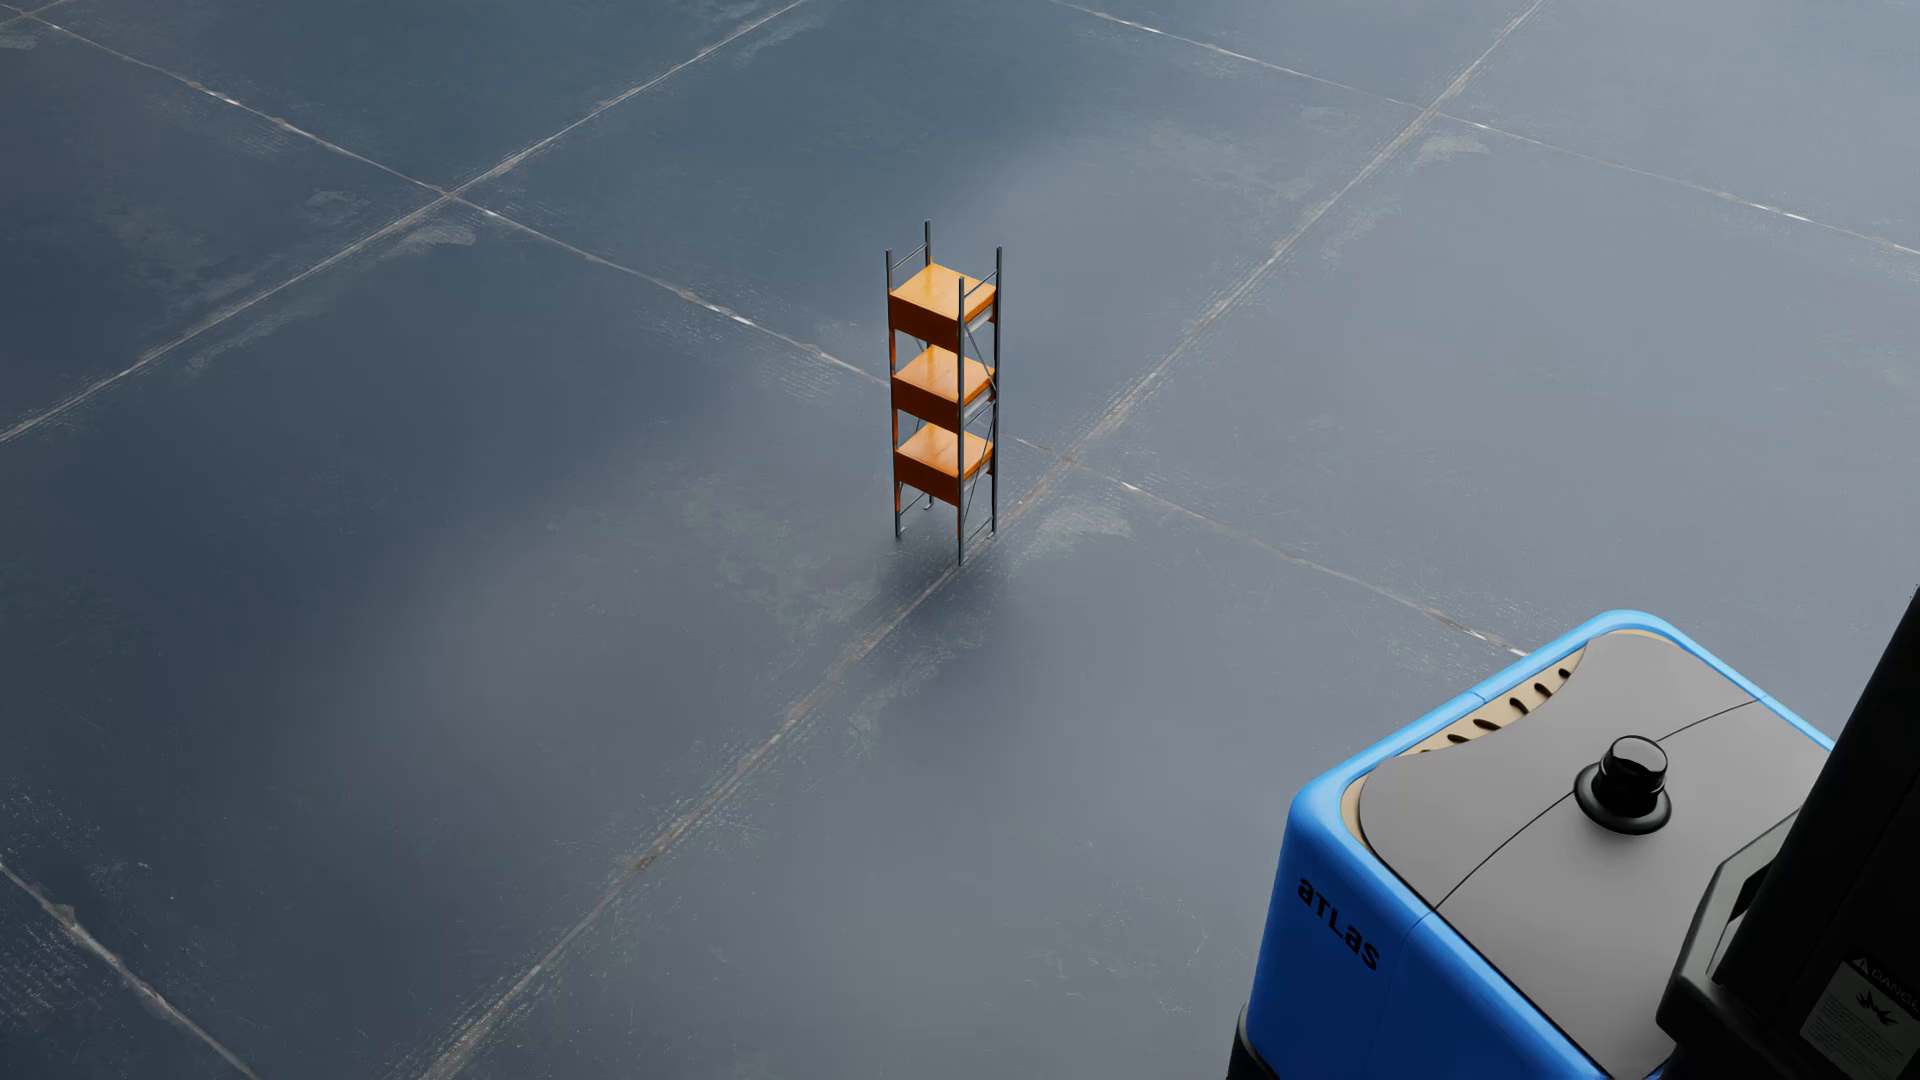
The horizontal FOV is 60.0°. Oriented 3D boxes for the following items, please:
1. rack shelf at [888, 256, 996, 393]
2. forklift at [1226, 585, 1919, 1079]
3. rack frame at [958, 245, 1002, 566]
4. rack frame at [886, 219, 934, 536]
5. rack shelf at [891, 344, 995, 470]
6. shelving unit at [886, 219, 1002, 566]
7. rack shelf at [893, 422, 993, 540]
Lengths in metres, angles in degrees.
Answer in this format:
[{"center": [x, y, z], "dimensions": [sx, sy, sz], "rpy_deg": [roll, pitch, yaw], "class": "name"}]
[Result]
[{"center": [-0.044, -0.615, 4.741], "dimensions": [0.240, 0.259, 0.215], "rpy_deg": [25, 48, 25], "class": "rack shelf"}, {"center": [1.838, 0.826, 2.129], "dimensions": [1.130, 2.935, 3.031], "rpy_deg": [-24, 47, -24], "class": "forklift"}, {"center": [0.056, -0.365, 4.871], "dimensions": [0.008, 1.050, 0.200], "rpy_deg": [25, 48, 25], "class": "rack frame"}, {"center": [-0.144, -0.458, 4.975], "dimensions": [0.008, 1.050, 0.200], "rpy_deg": [25, 48, 25], "class": "rack frame"}, {"center": [-0.044, -0.404, 4.930], "dimensions": [0.240, 0.259, 0.215], "rpy_deg": [25, 48, 25], "class": "rack shelf"}, {"center": [-0.044, -0.412, 4.923], "dimensions": [0.252, 1.050, 0.215], "rpy_deg": [25, 48, 25], "class": "shelving unit"}, {"center": [-0.044, -0.197, 5.115], "dimensions": [0.240, 0.259, 0.215], "rpy_deg": [25, 48, 25], "class": "rack shelf"}]
